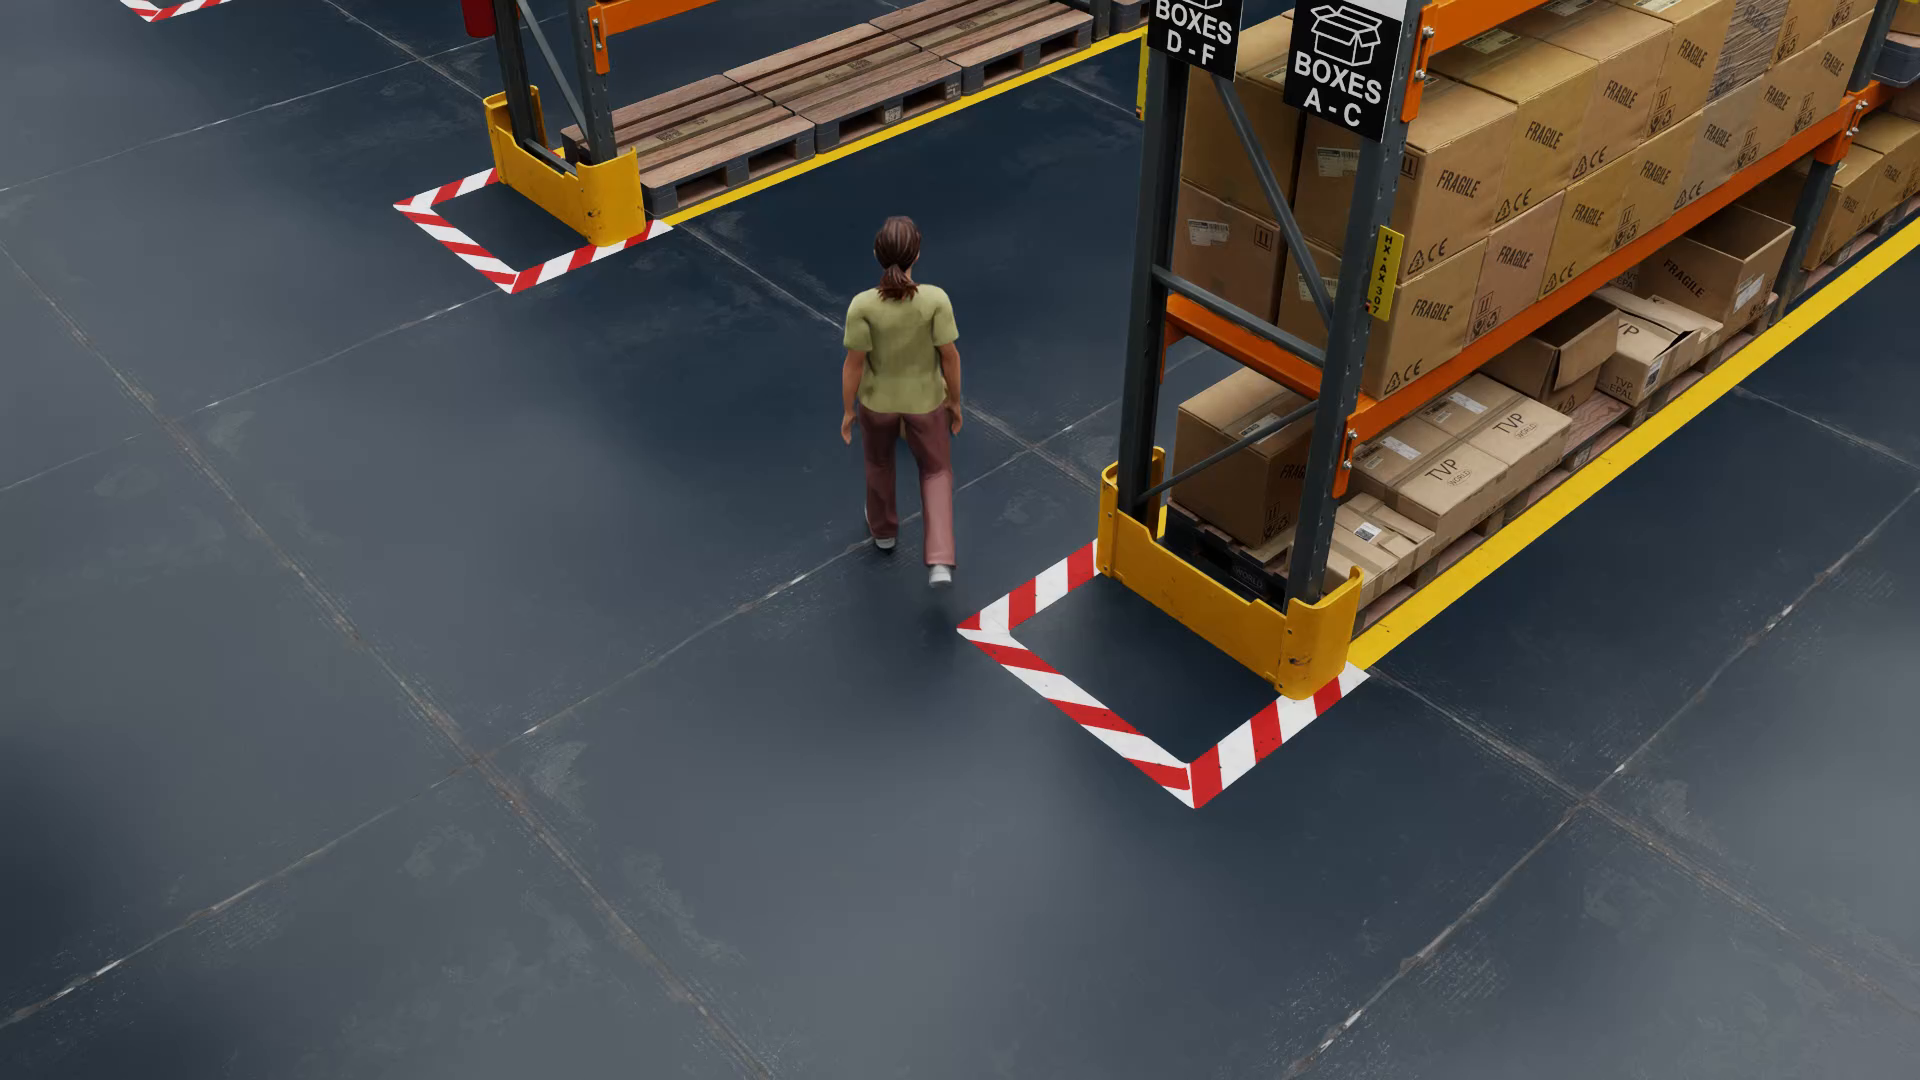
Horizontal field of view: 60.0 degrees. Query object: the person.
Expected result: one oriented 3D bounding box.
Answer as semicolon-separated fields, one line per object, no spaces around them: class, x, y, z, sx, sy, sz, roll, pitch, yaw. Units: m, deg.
person;-0.238;-0.525;6.772;0.498;1.659;0.823;-2;40;-2
